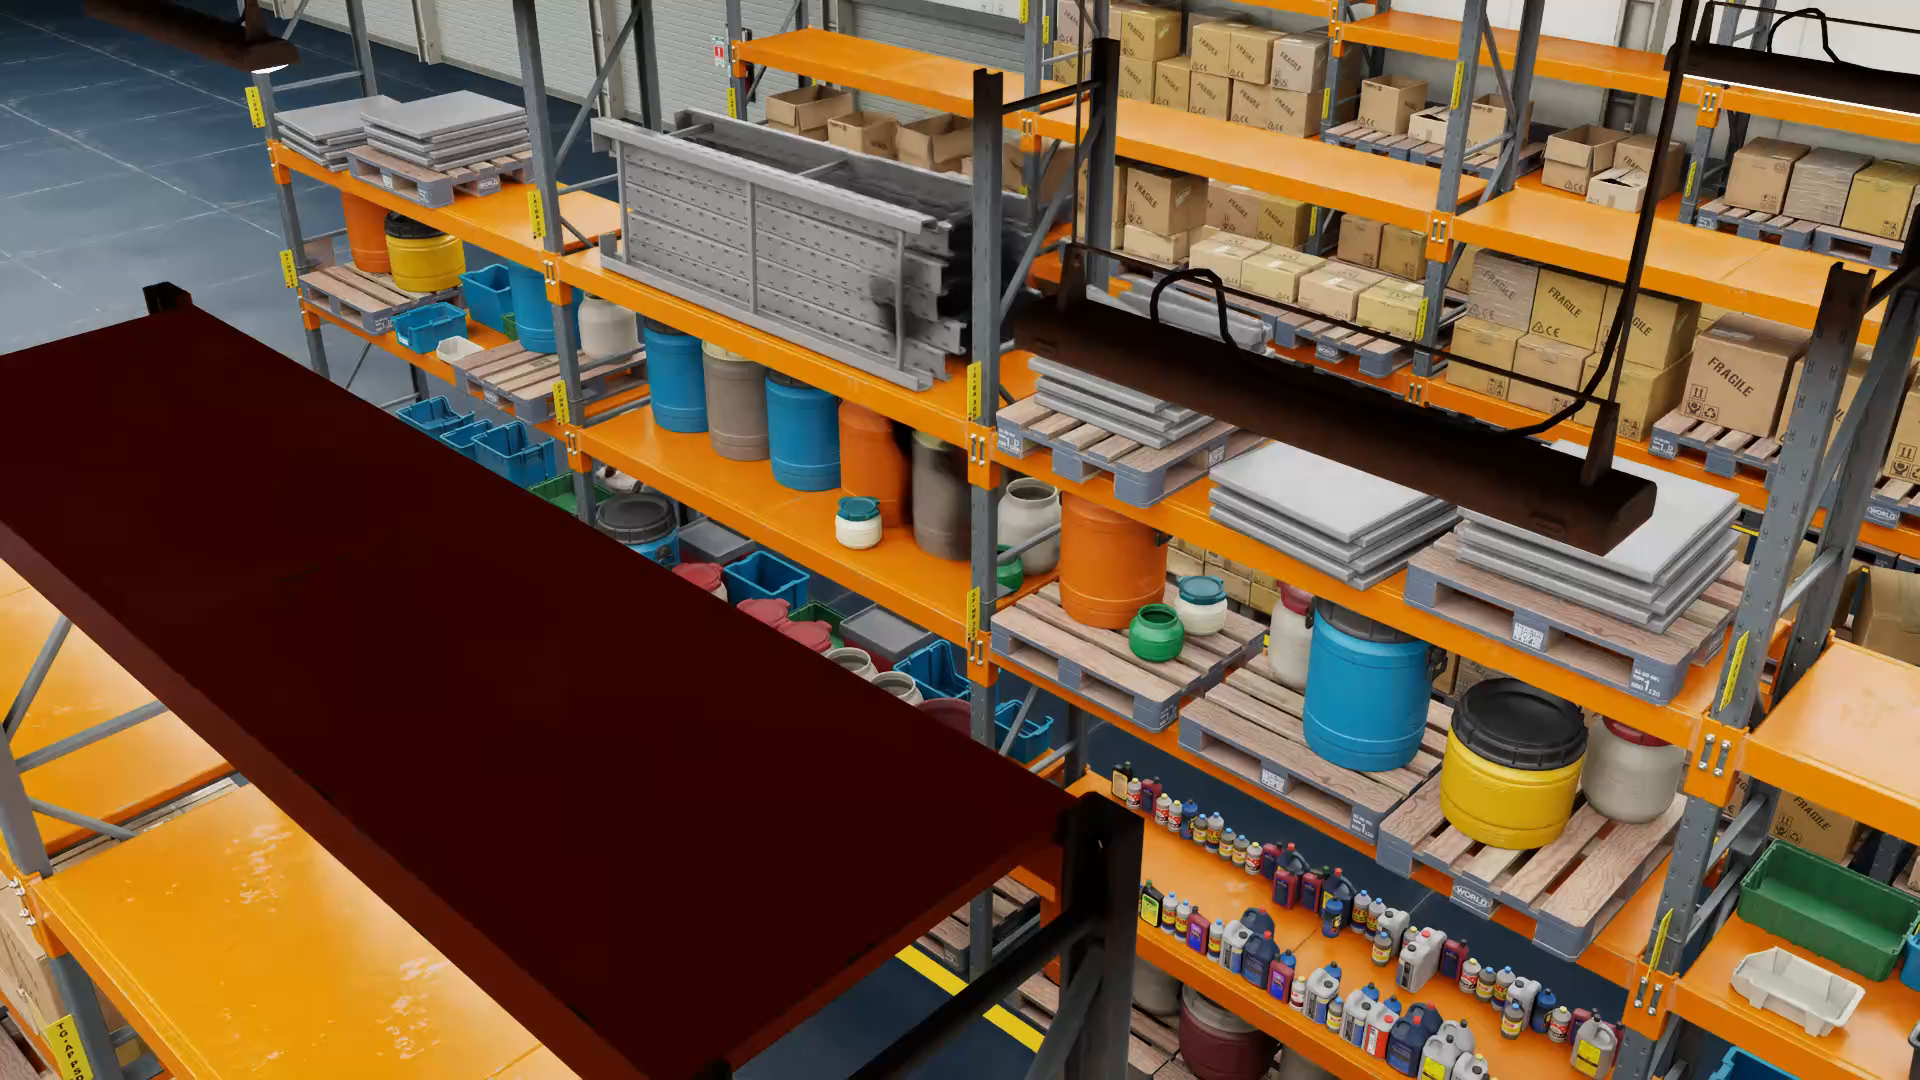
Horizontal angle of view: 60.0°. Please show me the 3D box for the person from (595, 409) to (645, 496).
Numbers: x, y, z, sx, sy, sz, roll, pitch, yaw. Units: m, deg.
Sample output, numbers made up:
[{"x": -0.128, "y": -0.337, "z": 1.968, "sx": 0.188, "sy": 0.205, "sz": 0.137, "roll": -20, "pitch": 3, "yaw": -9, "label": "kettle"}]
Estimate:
[{"x": -3.058, "y": -0.552, "z": 15.457, "sx": 0.689, "sy": 1.743, "sz": 0.683, "roll": 18, "pitch": 34, "yaw": 29, "label": "person"}]
